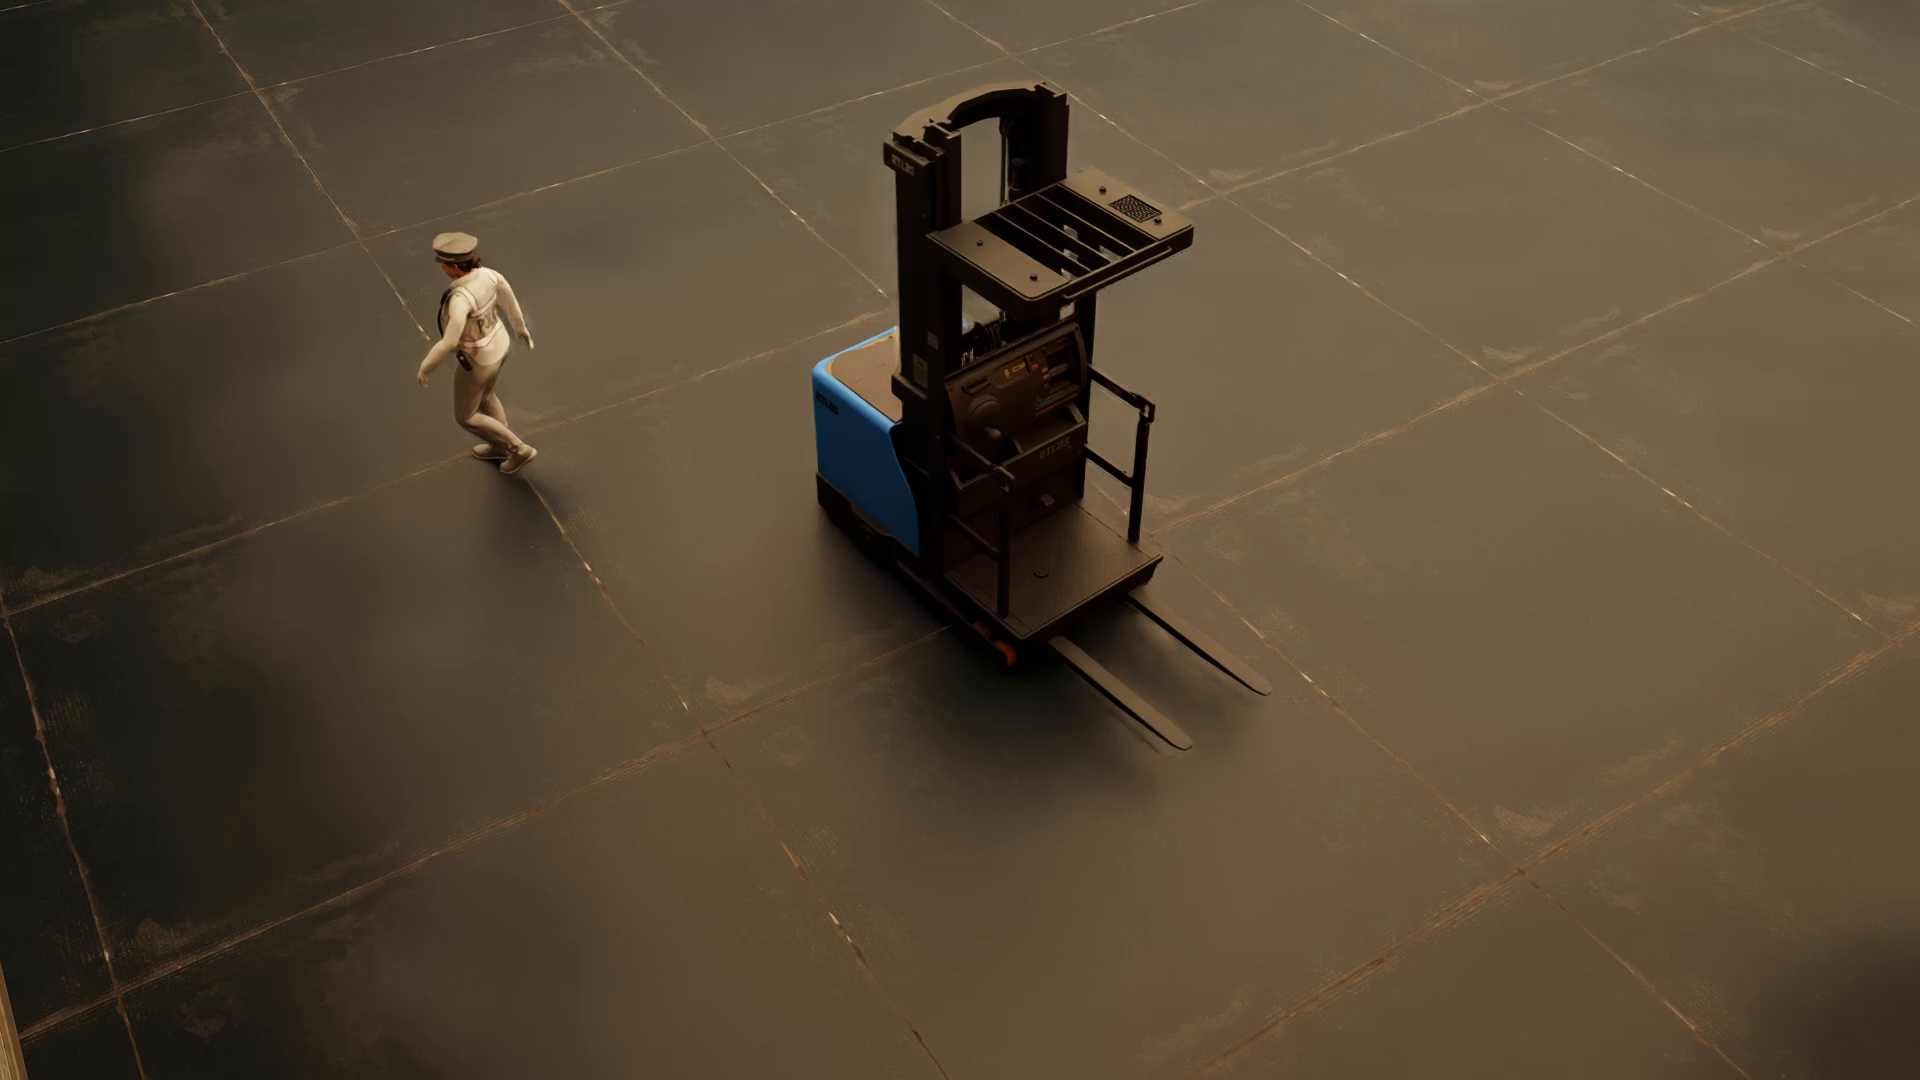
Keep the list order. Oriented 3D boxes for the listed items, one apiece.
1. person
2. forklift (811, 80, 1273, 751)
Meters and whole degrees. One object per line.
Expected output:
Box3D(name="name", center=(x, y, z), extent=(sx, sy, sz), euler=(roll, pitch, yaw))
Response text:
Box3D(name="person", center=(-2.910, -1.110, 10.121), extent=(0.545, 1.651, 0.721), euler=(7, 42, 8))
Box3D(name="forklift", center=(0.445, -0.764, 8.745), extent=(1.130, 2.935, 3.031), euler=(-29, 49, -29))
